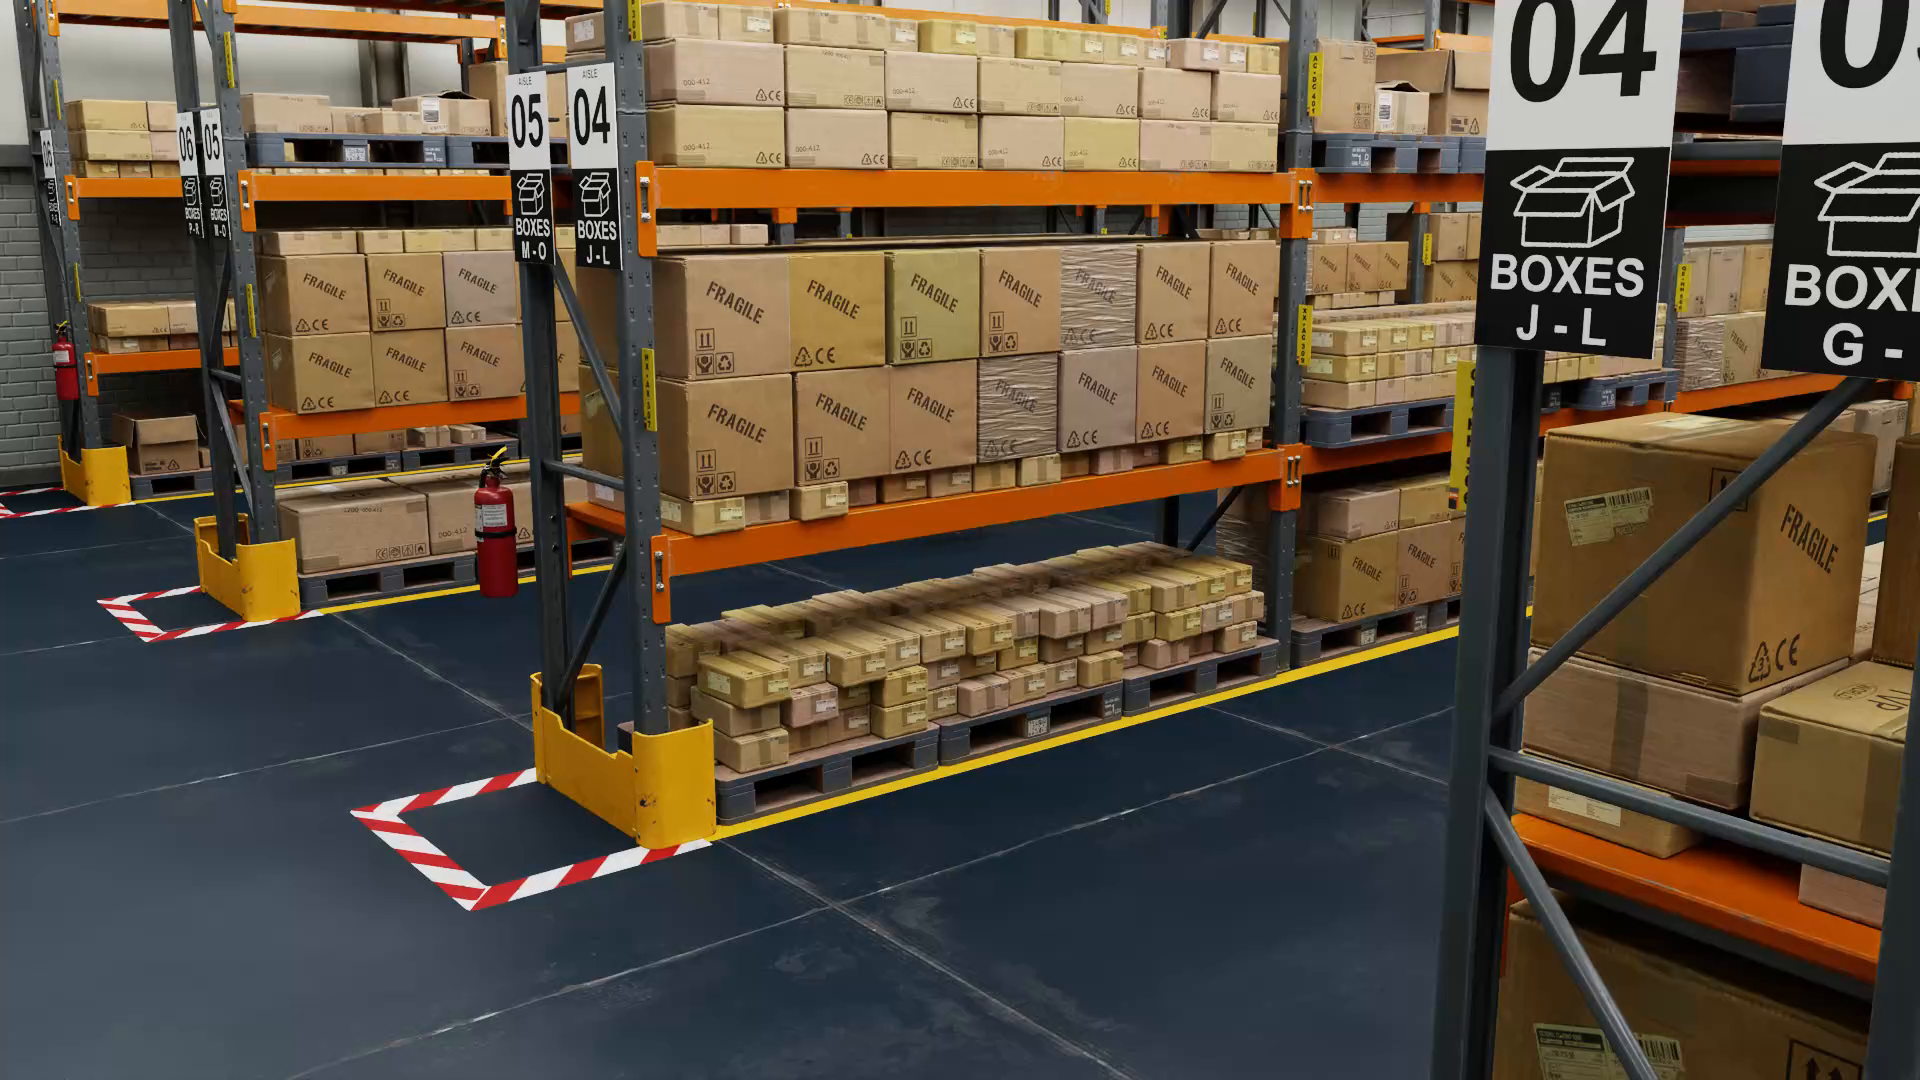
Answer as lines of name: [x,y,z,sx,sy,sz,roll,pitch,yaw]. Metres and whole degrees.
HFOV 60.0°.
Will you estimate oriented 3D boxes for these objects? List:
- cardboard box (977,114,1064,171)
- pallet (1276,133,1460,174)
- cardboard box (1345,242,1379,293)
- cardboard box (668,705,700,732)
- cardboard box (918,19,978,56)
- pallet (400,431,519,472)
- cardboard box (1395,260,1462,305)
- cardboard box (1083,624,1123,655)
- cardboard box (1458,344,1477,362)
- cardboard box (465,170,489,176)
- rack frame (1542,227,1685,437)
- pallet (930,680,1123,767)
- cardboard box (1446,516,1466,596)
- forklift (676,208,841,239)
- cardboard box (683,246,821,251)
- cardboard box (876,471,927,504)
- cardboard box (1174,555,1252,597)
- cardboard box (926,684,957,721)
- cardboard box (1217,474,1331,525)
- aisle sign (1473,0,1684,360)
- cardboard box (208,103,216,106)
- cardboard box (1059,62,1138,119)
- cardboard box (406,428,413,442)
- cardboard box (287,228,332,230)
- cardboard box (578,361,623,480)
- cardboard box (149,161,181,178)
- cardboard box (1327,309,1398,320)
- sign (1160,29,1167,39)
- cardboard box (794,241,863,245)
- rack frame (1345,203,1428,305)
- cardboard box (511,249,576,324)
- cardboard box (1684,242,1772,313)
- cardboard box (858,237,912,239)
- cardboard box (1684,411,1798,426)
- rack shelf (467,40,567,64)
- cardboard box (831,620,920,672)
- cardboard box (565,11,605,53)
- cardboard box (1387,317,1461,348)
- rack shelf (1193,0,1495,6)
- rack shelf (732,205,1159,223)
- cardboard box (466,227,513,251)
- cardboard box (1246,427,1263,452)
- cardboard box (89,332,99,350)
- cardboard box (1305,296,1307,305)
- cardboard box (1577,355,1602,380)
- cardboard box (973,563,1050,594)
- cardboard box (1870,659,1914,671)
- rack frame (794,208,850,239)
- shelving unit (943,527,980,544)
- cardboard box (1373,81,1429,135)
cardboard box: [0.143,-1.878,7.892,0.500,0.250,0.500,-10,15,-38]
pallet: [2.087,-2.223,9.607,1.003,0.211,1.213,-9,15,-38]
cardboard box: [4.010,-2.851,17.365,0.500,0.500,0.500,-9,15,-37]
cardboard box: [-1.304,0.821,7.892,0.250,0.149,0.380,-9,15,-37]
cardboard box: [-0.131,-2.259,7.520,0.250,0.149,0.380,-9,15,-36]
pallet: [-5.273,-0.926,16.982,1.213,0.211,1.003,-9,15,-38]
cardboard box: [5.132,-2.819,18.226,0.500,0.500,0.500,-9,15,-38]
cardboard box: [0.645,0.479,8.788,0.250,0.149,0.380,-9,15,-36]
cardboard box: [2.948,-1.126,10.088,0.250,0.149,0.380,-9,15,-35]
cardboard box: [-4.833,-3.629,16.381,0.250,0.149,0.380,-10,15,-38]
rack frame: [4.662,-1.304,12.047,0.127,3.000,1.000,-9,15,-38]
pallet: [0.083,0.831,8.706,1.213,0.211,1.003,-9,15,-38]
cardboard box: [3.094,0.041,10.723,0.500,0.500,0.500,-9,15,-37]
forklift: [-1.751,-1.962,15.313,3.031,2.935,1.130,-9,15,-38]
cardboard box: [-0.987,-1.115,7.793,0.500,0.500,0.500,-10,16,-40]
cardboard box: [-0.367,-0.285,7.853,0.250,0.149,0.380,-10,15,-38]
cardboard box: [1.423,0.202,9.378,0.250,0.149,0.380,-9,15,-36]
cardboard box: [-0.225,0.763,8.168,0.250,0.149,0.380,-9,15,-38]
cardboard box: [1.962,-0.272,10.390,0.500,0.250,0.500,-10,16,-39]
aisle sign: [1.191,-0.759,3.224,0.004,0.787,0.394,-9,15,-38]
cardboard box: [-6.564,-3.791,14.981,0.500,0.250,0.500,-10,15,-39]
cardboard box: [0.519,-2.188,8.148,0.500,0.250,0.500,-9,15,-35]
cardboard box: [-5.739,-1.086,16.876,0.250,0.149,0.380,-10,15,-38]
cardboard box: [-4.418,-2.027,11.242,0.250,0.149,0.380,-9,15,-37]
cardboard box: [-1.395,-0.560,7.589,0.500,0.500,0.500,-9,15,-37]
cardboard box: [-7.066,-3.277,14.723,0.250,0.149,0.380,-9,15,-37]
cardboard box: [2.541,-1.376,10.548,0.250,0.149,0.380,-10,16,-39]
sign: [1.189,-2.787,9.619,0.005,0.325,0.100,-9,15,-38]
cardboard box: [-1.110,-2.123,13.257,0.500,0.500,0.500,-9,15,-37]
rack frame: [4.614,-2.613,18.211,0.127,3.000,1.000,-9,15,-38]
cardboard box: [-3.018,-1.811,11.787,0.500,0.500,0.500,-9,15,-37]
cardboard box: [5.812,-2.031,12.825,0.500,0.500,0.700,-10,15,-39]
cardboard box: [-0.633,-2.342,14.290,0.500,0.500,0.500,-9,15,-36]
cardboard box: [5.874,-0.587,13.078,0.750,0.750,1.050,-9,15,-37]
rack shelf: [-3.175,-5.026,17.827,4.000,0.370,1.077,-9,15,-38]
cardboard box: [-0.405,0.507,7.941,0.250,0.149,0.380,-10,16,-40]
cardboard box: [-1.509,-2.190,7.197,0.250,0.149,0.380,-10,15,-38]
cardboard box: [2.746,-1.237,9.894,0.250,0.149,0.380,-10,15,-38]
rack shelf: [3.100,-3.431,10.318,4.000,0.370,1.077,-9,15,-38]
rack shelf: [-0.071,-2.949,14.308,4.000,0.370,1.077,-9,15,-38]
cardboard box: [-3.284,-2.078,11.483,0.250,0.149,0.380,-9,15,-37]
cardboard box: [1.462,-0.587,9.276,0.250,0.149,0.380,-10,15,-38]
cardboard box: [-7.769,-1.824,15.101,0.250,0.149,0.380,-10,15,-38]
cardboard box: [3.309,-2.436,16.973,0.250,0.149,0.380,-10,16,-40]
cardboard box: [3.971,-1.151,10.920,0.250,0.149,0.380,-10,15,-38]
cardboard box: [0.282,0.249,9.156,0.250,0.149,0.380,-9,15,-36]
cardboard box: [2.380,0.393,3.703,0.500,0.250,0.500,-10,15,-38]
rack frame: [-1.613,-2.898,19.556,0.127,3.000,1.000,-9,15,-38]
shelving unit: [0.011,-0.589,13.013,0.189,1.200,0.258,-9,15,-38]
cardboard box: [2.357,-2.494,9.635,0.500,0.311,0.500,-10,15,-38]
